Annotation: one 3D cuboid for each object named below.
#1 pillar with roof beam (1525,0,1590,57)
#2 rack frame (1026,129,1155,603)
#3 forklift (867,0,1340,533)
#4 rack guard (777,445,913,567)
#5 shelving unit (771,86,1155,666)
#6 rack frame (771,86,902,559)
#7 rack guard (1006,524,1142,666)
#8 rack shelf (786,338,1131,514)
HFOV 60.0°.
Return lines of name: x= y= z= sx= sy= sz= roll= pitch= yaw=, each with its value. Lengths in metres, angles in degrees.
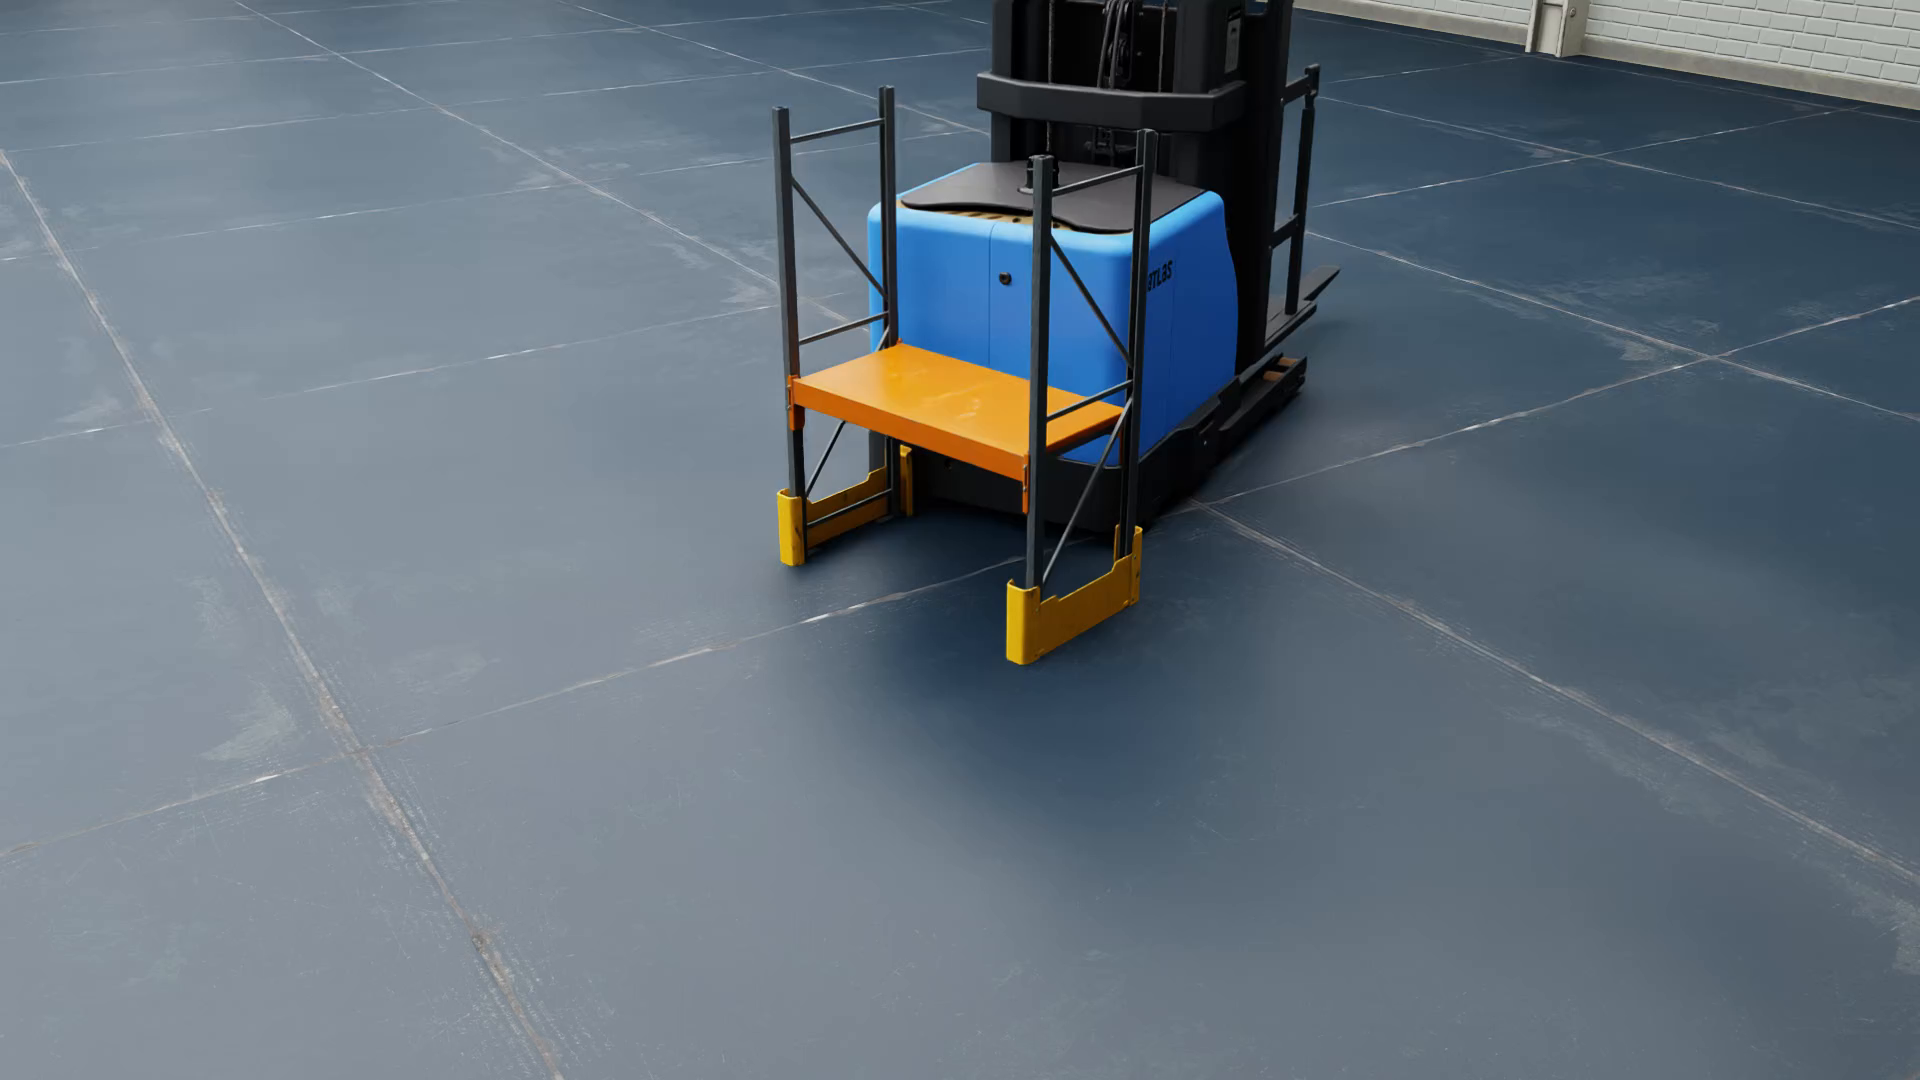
pillar with roof beam: x=1.803 y=-7.509 z=11.114 sx=9.100 sy=9.000 sz=0.400 roll=-16 pitch=29 yaw=-30
rack frame: x=0.371 y=-0.400 z=4.840 sx=0.032 sy=1.500 sz=0.500 roll=21 pitch=32 yaw=37
forklift: x=0.813 y=-1.941 z=6.428 sx=1.130 sy=2.935 sz=3.031 roll=13 pitch=28 yaw=25
rack guard: x=-0.386 y=-0.123 z=5.718 sx=0.087 sy=0.250 sz=0.587 roll=21 pitch=32 yaw=37
shelving unit: x=-0.015 y=-0.547 z=5.151 sx=1.083 sy=1.500 sz=0.587 roll=21 pitch=32 yaw=37
rack frame: x=-0.387 y=-0.689 z=5.452 sx=0.032 sy=1.500 sz=0.500 roll=21 pitch=32 yaw=37
rack guard: x=0.356 y=0.160 z=5.118 sx=0.087 sy=0.250 sz=0.587 roll=21 pitch=32 yaw=37
rack shelf: x=-0.008 y=-0.382 z=5.223 sx=1.000 sy=0.185 sz=0.538 roll=21 pitch=32 yaw=37
